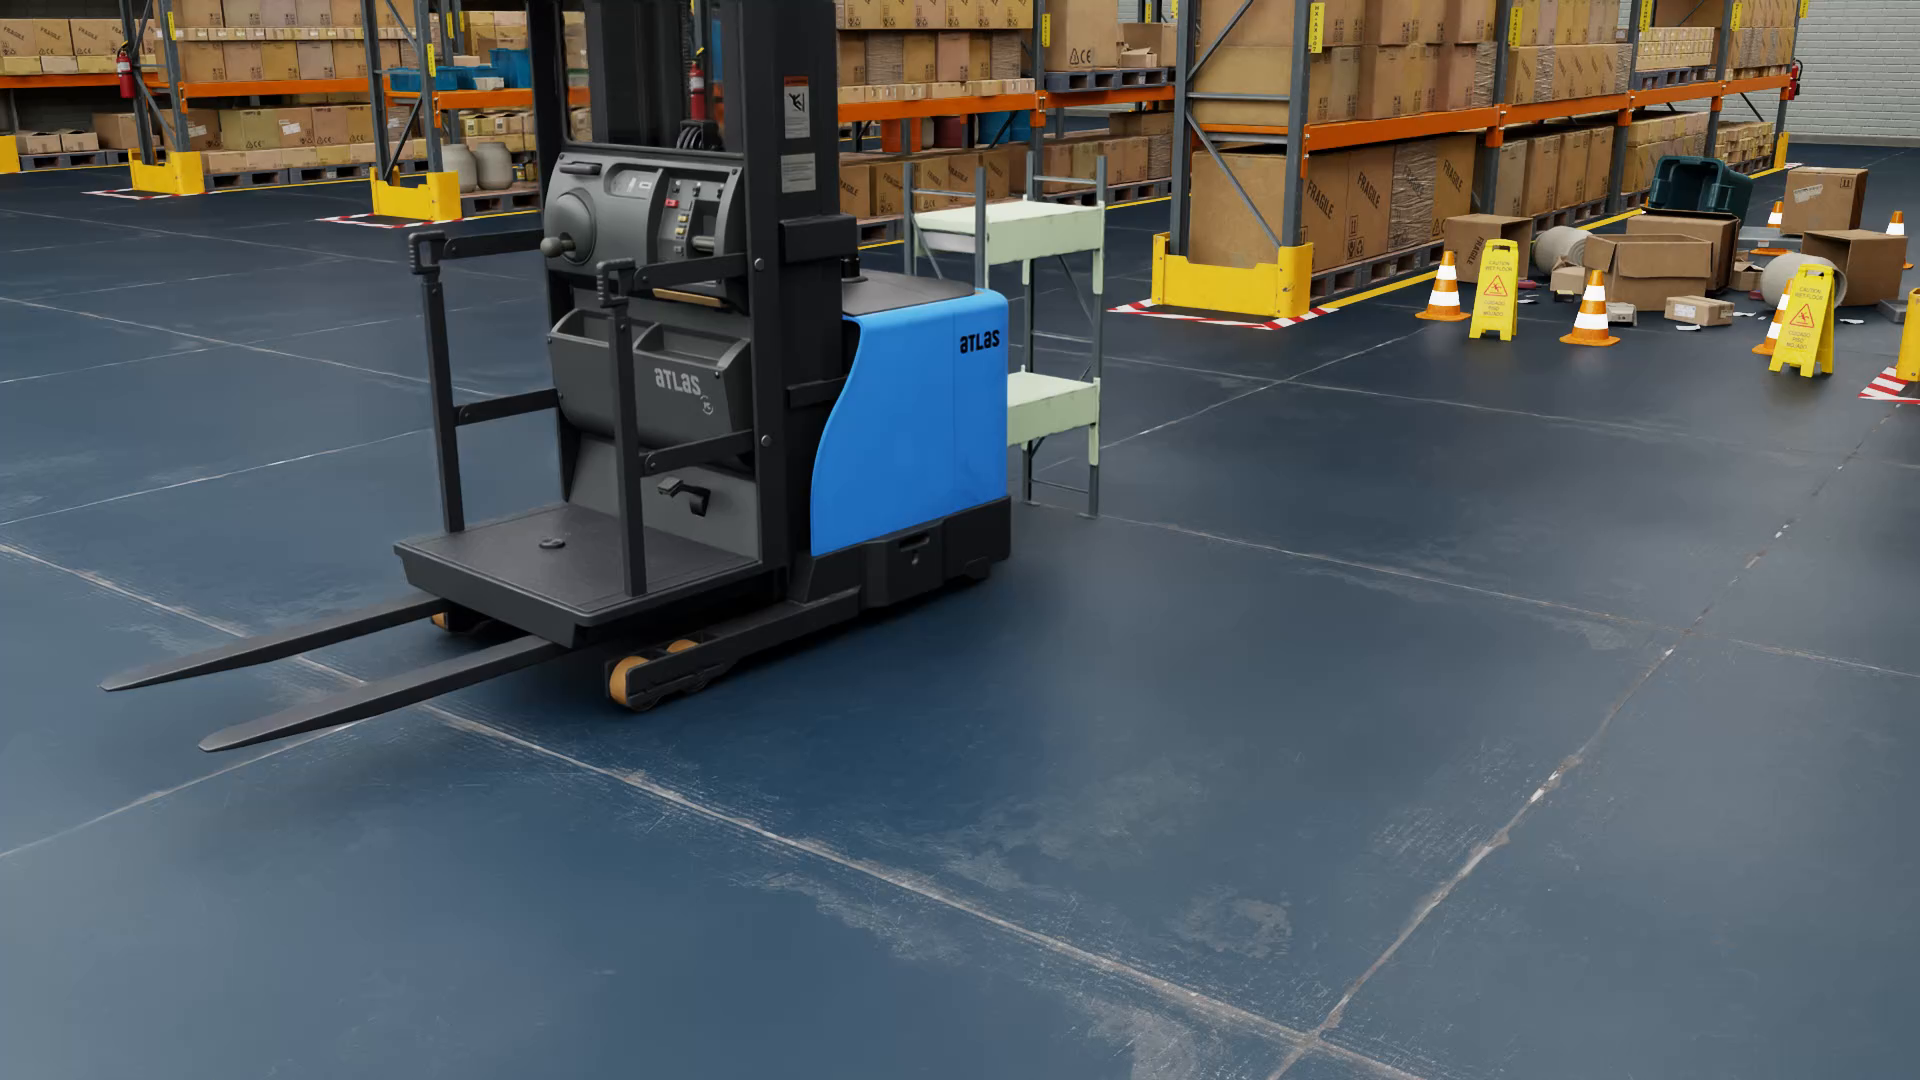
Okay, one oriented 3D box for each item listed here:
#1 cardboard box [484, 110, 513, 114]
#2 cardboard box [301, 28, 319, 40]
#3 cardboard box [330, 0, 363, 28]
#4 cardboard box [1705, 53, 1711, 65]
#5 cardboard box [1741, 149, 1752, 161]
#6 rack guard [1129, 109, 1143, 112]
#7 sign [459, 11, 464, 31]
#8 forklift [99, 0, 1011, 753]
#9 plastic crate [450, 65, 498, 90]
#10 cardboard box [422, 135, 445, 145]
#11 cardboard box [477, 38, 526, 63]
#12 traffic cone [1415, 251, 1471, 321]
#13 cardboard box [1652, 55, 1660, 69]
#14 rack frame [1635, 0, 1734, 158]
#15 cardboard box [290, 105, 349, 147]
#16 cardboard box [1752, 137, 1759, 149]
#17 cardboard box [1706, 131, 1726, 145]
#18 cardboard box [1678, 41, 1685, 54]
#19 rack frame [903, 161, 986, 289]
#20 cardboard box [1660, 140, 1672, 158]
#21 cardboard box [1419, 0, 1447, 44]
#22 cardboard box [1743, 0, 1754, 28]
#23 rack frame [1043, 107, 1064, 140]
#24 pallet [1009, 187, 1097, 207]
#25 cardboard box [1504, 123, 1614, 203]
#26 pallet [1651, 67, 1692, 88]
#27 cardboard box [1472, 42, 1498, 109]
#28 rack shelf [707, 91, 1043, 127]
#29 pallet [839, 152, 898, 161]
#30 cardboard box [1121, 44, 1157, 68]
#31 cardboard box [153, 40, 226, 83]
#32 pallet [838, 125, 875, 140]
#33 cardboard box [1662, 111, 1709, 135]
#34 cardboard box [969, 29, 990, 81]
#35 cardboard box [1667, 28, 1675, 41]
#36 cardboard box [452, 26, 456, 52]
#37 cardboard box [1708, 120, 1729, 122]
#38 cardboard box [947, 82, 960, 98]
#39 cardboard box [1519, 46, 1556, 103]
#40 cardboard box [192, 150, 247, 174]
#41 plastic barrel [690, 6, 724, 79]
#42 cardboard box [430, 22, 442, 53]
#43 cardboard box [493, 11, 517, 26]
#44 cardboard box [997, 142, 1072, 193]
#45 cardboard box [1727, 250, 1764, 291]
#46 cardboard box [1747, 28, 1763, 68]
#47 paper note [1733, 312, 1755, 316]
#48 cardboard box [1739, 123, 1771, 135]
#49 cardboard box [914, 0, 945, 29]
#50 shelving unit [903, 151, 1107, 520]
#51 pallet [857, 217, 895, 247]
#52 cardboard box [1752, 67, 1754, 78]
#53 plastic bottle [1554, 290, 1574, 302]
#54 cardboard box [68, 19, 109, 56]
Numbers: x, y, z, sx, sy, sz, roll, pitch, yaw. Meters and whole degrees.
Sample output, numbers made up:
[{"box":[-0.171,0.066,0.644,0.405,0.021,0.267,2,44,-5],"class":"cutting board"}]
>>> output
[{"box":[-6.883,-6.303,24.964,0.500,0.311,0.500,12,21,35],"class":"cardboard box"},{"box":[-8.558,-6.583,21.622,0.380,0.149,0.250,13,21,35],"class":"cardboard box"},{"box":[-8.357,-7.078,22.121,0.700,0.500,0.500,12,21,35],"class":"cardboard box"},{"box":[9.068,-5.961,20.598,0.380,0.149,0.250,12,21,33],"class":"cardboard box"},{"box":[10.667,-5.318,22.911,0.380,0.149,0.250,13,21,36],"class":"cardboard box"},{"box":[3.632,-7.553,30.223,1.175,0.500,0.348,12,21,35],"class":"rack guard"},{"box":[-8.654,-9.005,28.866,0.100,0.325,0.005,12,21,35],"class":"sign"},{"box":[-1.166,-1.047,5.174,1.130,2.935,3.031,15,23,40],"class":"forklift"},{"box":[-5.456,-5.183,18.626,0.499,0.251,0.408,12,21,35],"class":"plastic crate"},{"box":[-7.484,-5.794,24.273,0.500,0.250,0.500,12,21,34],"class":"cardboard box"},{"box":[-6.714,-7.110,24.413,0.500,0.500,0.500,14,22,39],"class":"cardboard box"},{"box":[3.452,-1.816,11.812,0.336,0.463,0.334,12,21,35],"class":"traffic cone"},{"box":[7.671,-5.402,18.796,0.380,0.149,0.250,14,22,37],"class":"cardboard box"},{"box":[9.145,-6.010,21.040,1.000,3.000,0.127,12,21,35],"class":"rack frame"},{"box":[-8.487,-5.495,22.044,0.500,0.500,0.500,12,21,35],"class":"cardboard box"},{"box":[10.837,-5.518,23.053,0.380,0.149,0.250,13,21,35],"class":"cardboard box"},{"box":[9.729,-5.234,21.636,0.380,0.149,0.250,14,22,37],"class":"cardboard box"},{"box":[8.284,-5.789,19.540,0.380,0.149,0.250,13,21,35],"class":"cardboard box"},{"box":[-0.060,-0.682,6.411,0.400,1.500,0.023,15,23,40],"class":"rack frame"},{"box":[7.987,-4.431,19.462,0.500,0.500,0.500,12,21,33],"class":"cardboard box"},{"box":[3.465,-4.355,13.635,0.875,0.550,0.550,12,21,35],"class":"cardboard box"},{"box":[9.906,-6.868,21.447,0.500,0.500,0.500,12,21,33],"class":"cardboard box"},{"box":[1.244,-7.786,26.758,1.000,3.000,0.127,12,21,35],"class":"rack frame"},{"box":[0.918,-3.859,18.816,1.003,0.211,1.213,12,21,35],"class":"pallet"},{"box":[6.327,-4.055,17.828,1.050,0.750,0.750,12,21,34],"class":"cardboard box"},{"box":[7.908,-5.445,19.542,1.003,0.211,1.213,12,21,35],"class":"pallet"},{"box":[4.168,-4.086,14.592,0.875,0.550,0.550,12,21,35],"class":"cardboard box"},{"box":[-0.736,-4.185,16.377,1.077,0.370,4.000,12,21,35],"class":"rack shelf"},{"box":[-1.632,-5.324,23.532,1.003,0.211,1.213,12,21,35],"class":"pallet"},{"box":[2.062,-5.650,19.397,0.396,0.266,0.258,12,21,33],"class":"cardboard box"},{"box":[-9.593,-5.961,20.712,0.700,0.500,0.500,12,21,35],"class":"cardboard box"},{"box":[-2.322,-7.494,30.520,1.003,0.211,1.213,12,21,35],"class":"pallet"},{"box":[8.905,-5.153,20.522,0.500,0.250,0.500,12,21,33],"class":"cardboard box"},{"box":[-0.189,-4.986,17.072,0.875,0.500,0.500,12,21,35],"class":"cardboard box"},{"box":[7.975,-5.811,19.112,0.380,0.149,0.250,13,22,36],"class":"cardboard box"},{"box":[-9.026,-8.942,29.778,0.500,0.500,0.500,13,21,35],"class":"cardboard box"},{"box":[10.944,-6.021,24.172,0.380,0.149,0.250,11,21,32],"class":"cardboard box"},{"box":[-0.221,-4.493,16.579,0.380,0.149,0.250,12,21,35],"class":"cardboard box"},{"box":[5.208,-4.351,15.527,0.500,0.500,0.500,13,21,35],"class":"cardboard box"},{"box":[-9.383,-4.780,21.006,0.500,0.250,0.500,12,21,35],"class":"cardboard box"},{"box":[-3.049,-6.158,20.672,0.600,0.901,0.708,12,21,35],"class":"plastic barrel"},{"box":[-9.367,-8.728,28.882,0.700,0.500,0.500,10,20,28],"class":"cardboard box"},{"box":[-8.298,-9.332,29.769,0.500,0.250,0.500,12,21,34],"class":"cardboard box"},{"box":[0.839,-4.164,18.568,0.700,0.500,0.500,11,20,31],"class":"cardboard box"},{"box":[6.205,-2.134,13.167,0.258,0.266,0.396,-1,17,-3],"class":"cardboard box"},{"box":[10.261,-6.506,21.967,0.500,0.500,0.500,12,21,34],"class":"cardboard box"},{"box":[5.622,-1.631,11.963,0.142,0.019,0.148,-11,20,-32],"class":"paper note"},{"box":[11.169,-5.781,23.399,0.380,0.149,0.250,12,21,33],"class":"cardboard box"},{"box":[-0.488,-5.160,15.947,0.500,0.500,0.500,12,21,35],"class":"cardboard box"},{"box":[0.184,-0.763,6.671,0.431,1.500,0.755,15,23,40],"class":"shelving unit"},{"box":[-1.370,-2.926,15.811,1.003,0.211,1.213,12,21,35],"class":"pallet"},{"box":[10.445,-6.294,22.378,0.380,0.149,0.250,13,22,37],"class":"cardboard box"},{"box":[4.583,-1.857,12.620,0.133,0.061,0.283,5,18,16],"class":"plastic bottle"},{"box":[-12.721,-7.273,24.061,0.500,0.500,0.500,12,21,33],"class":"cardboard box"}]
